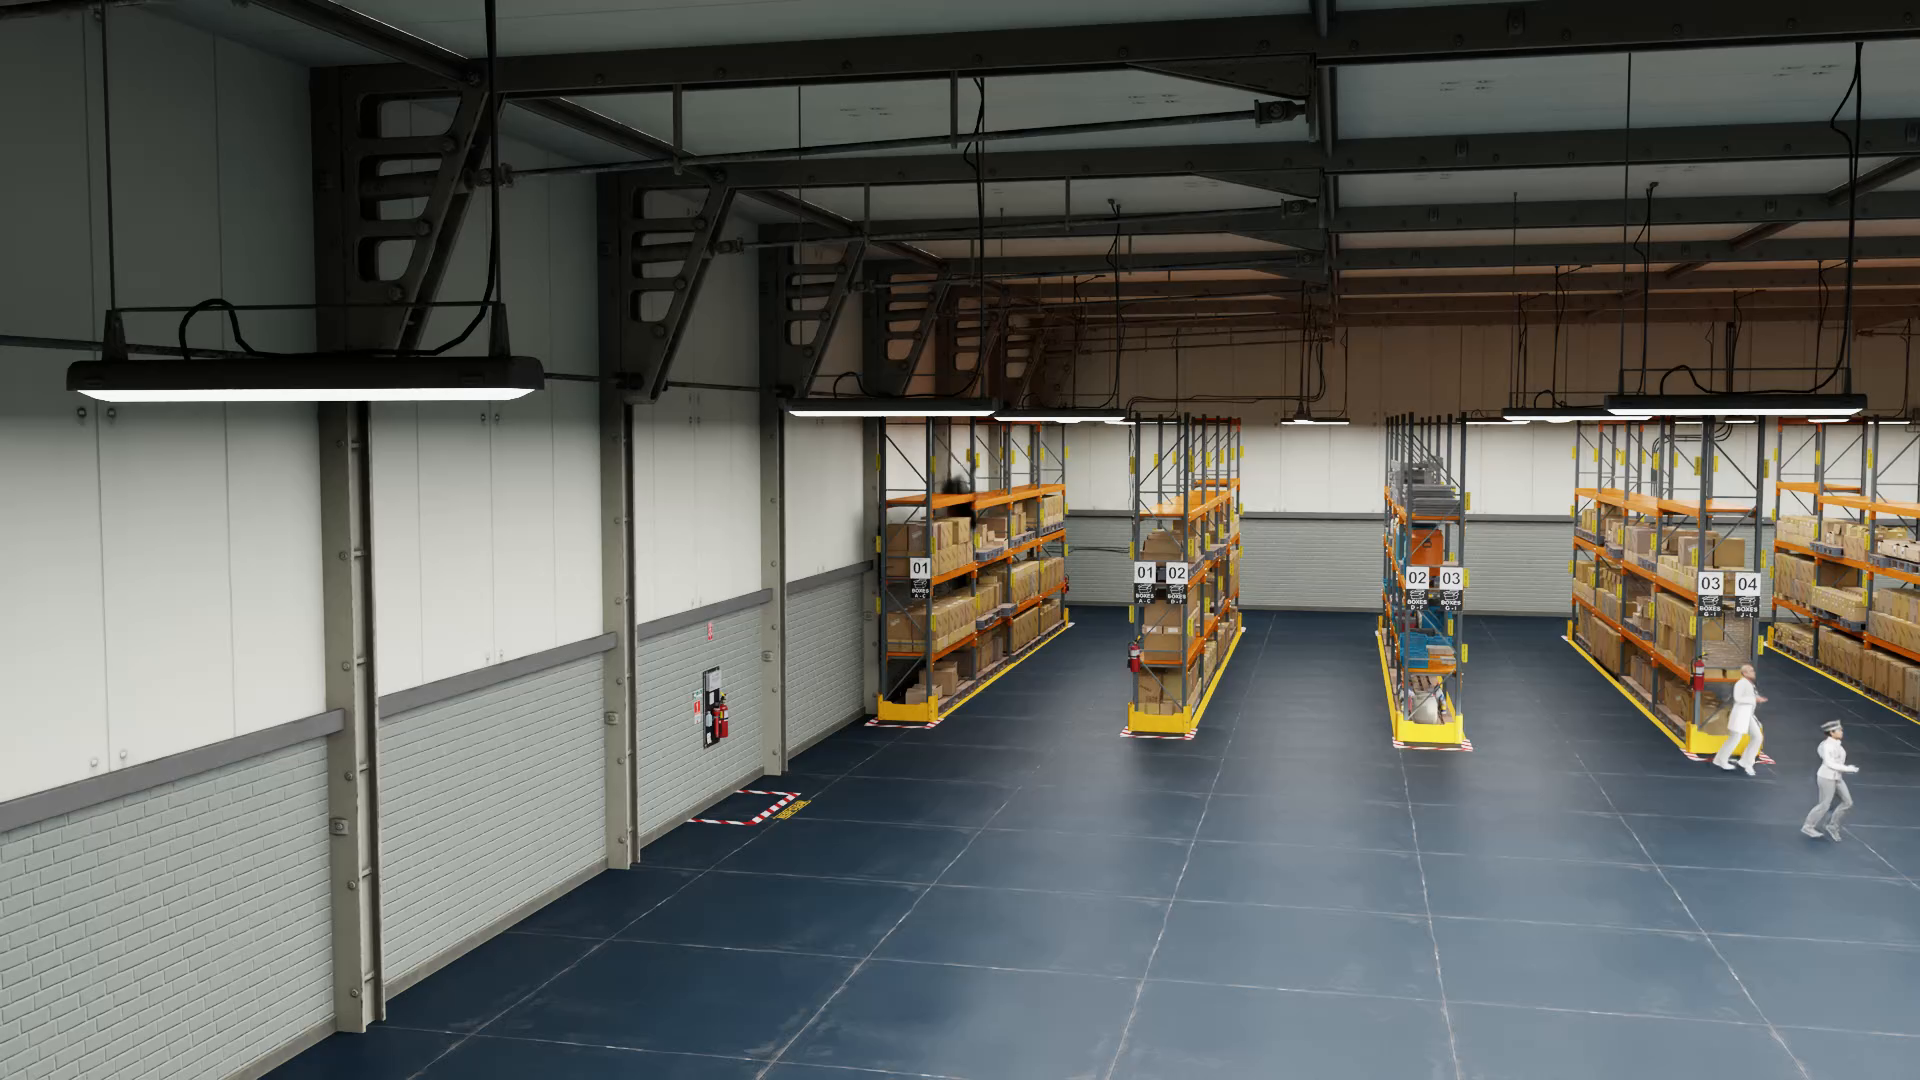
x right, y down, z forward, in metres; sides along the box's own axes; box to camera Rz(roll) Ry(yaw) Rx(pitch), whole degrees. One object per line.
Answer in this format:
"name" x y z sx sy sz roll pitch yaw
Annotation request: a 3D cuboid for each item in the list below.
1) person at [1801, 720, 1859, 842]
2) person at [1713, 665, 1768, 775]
"person" 12.053 3.338 22.990 0.698 1.743 0.625 3 5 41
"person" 12.997 2.988 27.598 0.707 1.847 0.819 -4 5 -42
